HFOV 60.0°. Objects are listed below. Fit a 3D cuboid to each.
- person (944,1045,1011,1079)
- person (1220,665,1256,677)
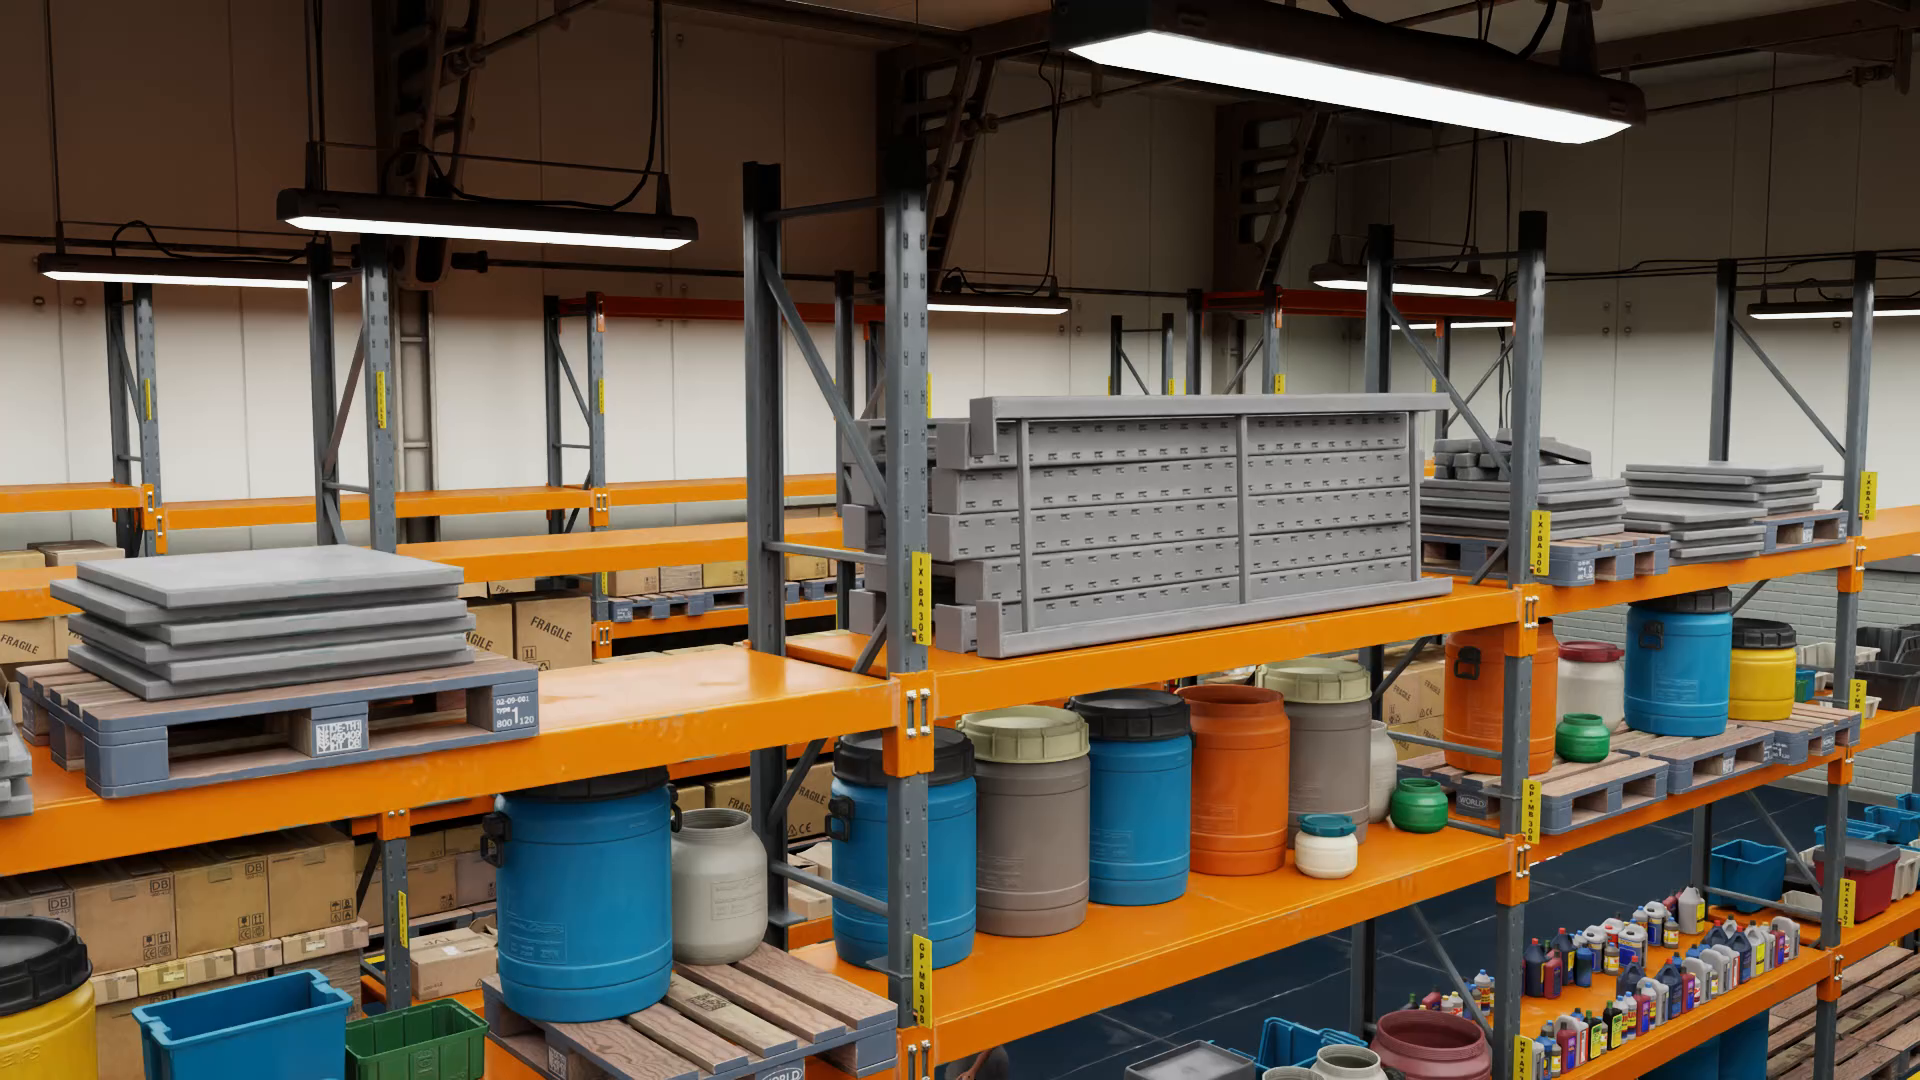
[{"bbox_3d":[0.071,3.326,10.592,0.945,1.609,0.456,-4,7,-38],"label":"person"},{"bbox_3d":[3.740,2.100,22.437,0.606,1.778,0.534,-3,6,-27],"label":"person"}]
